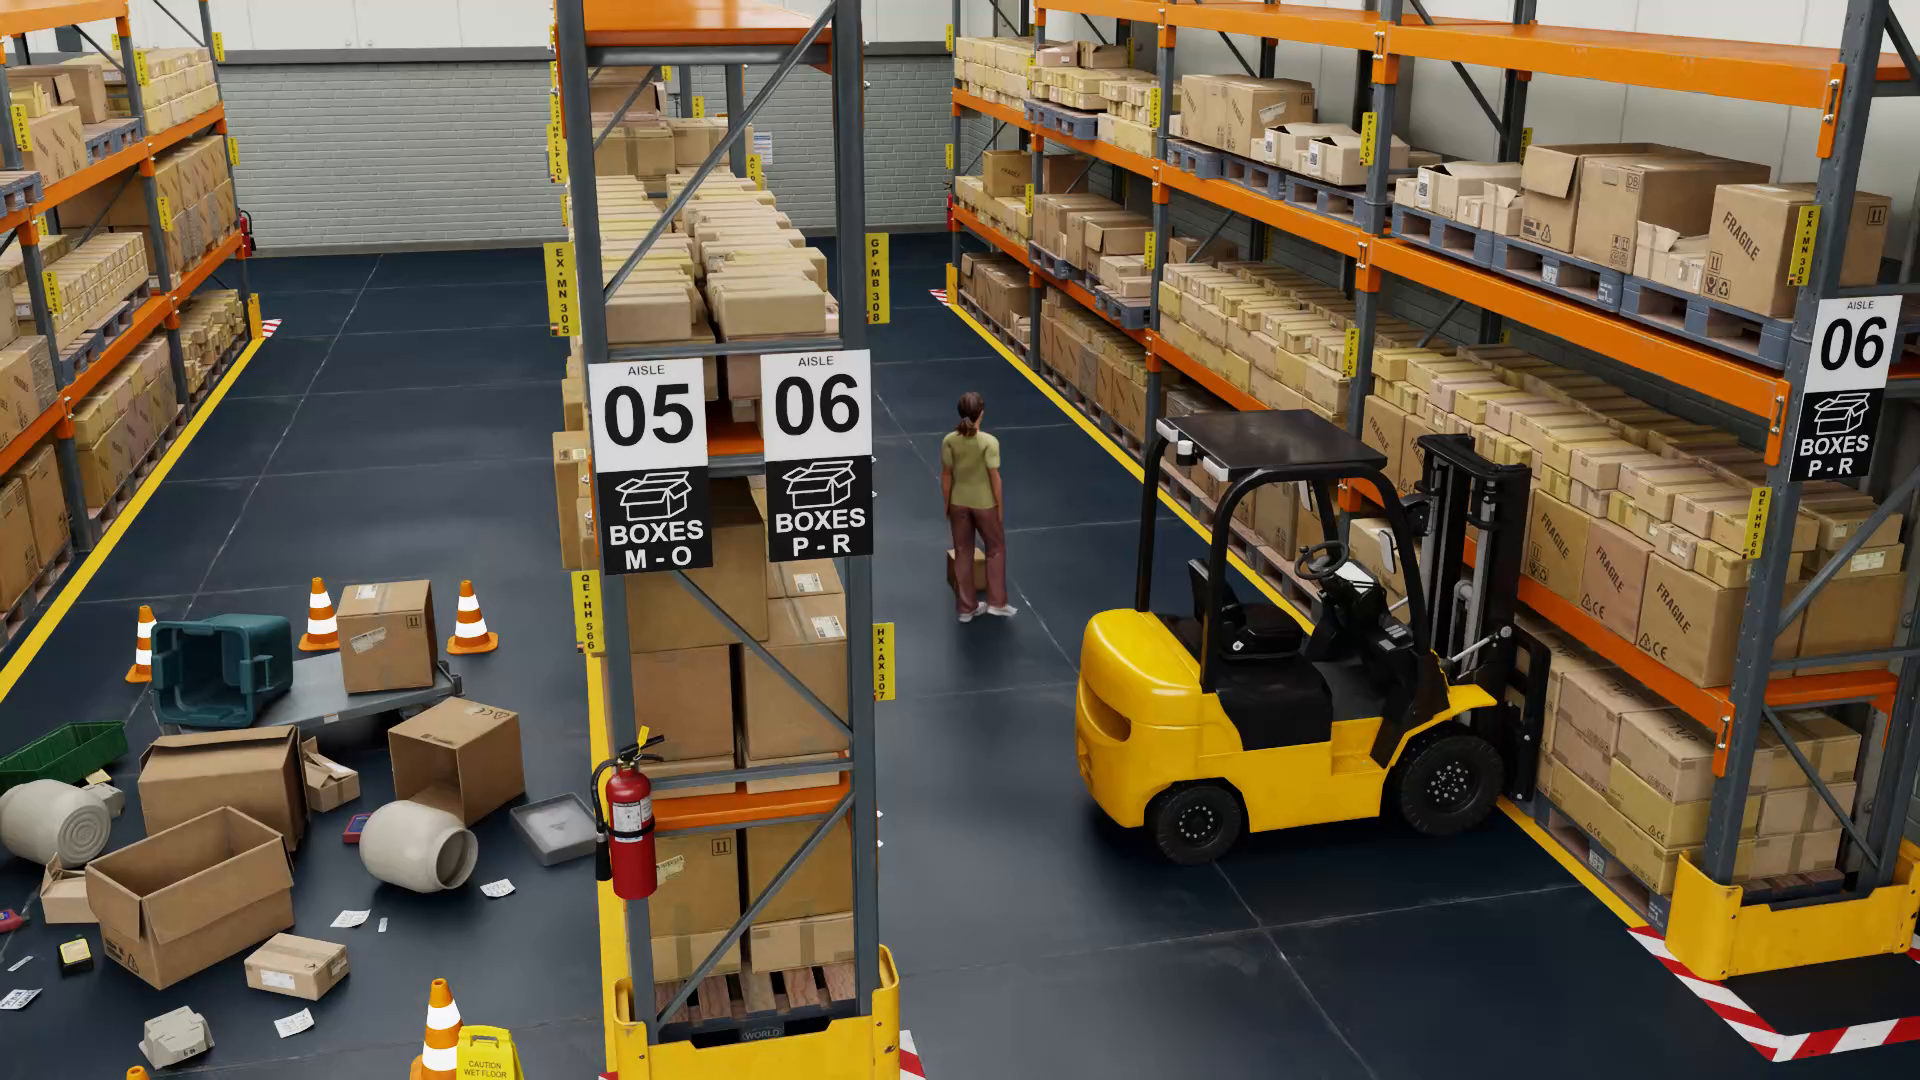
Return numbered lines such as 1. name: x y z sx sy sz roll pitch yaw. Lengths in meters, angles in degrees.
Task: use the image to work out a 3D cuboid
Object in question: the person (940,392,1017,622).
1. person: 0.132 -0.218 11.736 0.499 1.719 0.466 6 21 16
